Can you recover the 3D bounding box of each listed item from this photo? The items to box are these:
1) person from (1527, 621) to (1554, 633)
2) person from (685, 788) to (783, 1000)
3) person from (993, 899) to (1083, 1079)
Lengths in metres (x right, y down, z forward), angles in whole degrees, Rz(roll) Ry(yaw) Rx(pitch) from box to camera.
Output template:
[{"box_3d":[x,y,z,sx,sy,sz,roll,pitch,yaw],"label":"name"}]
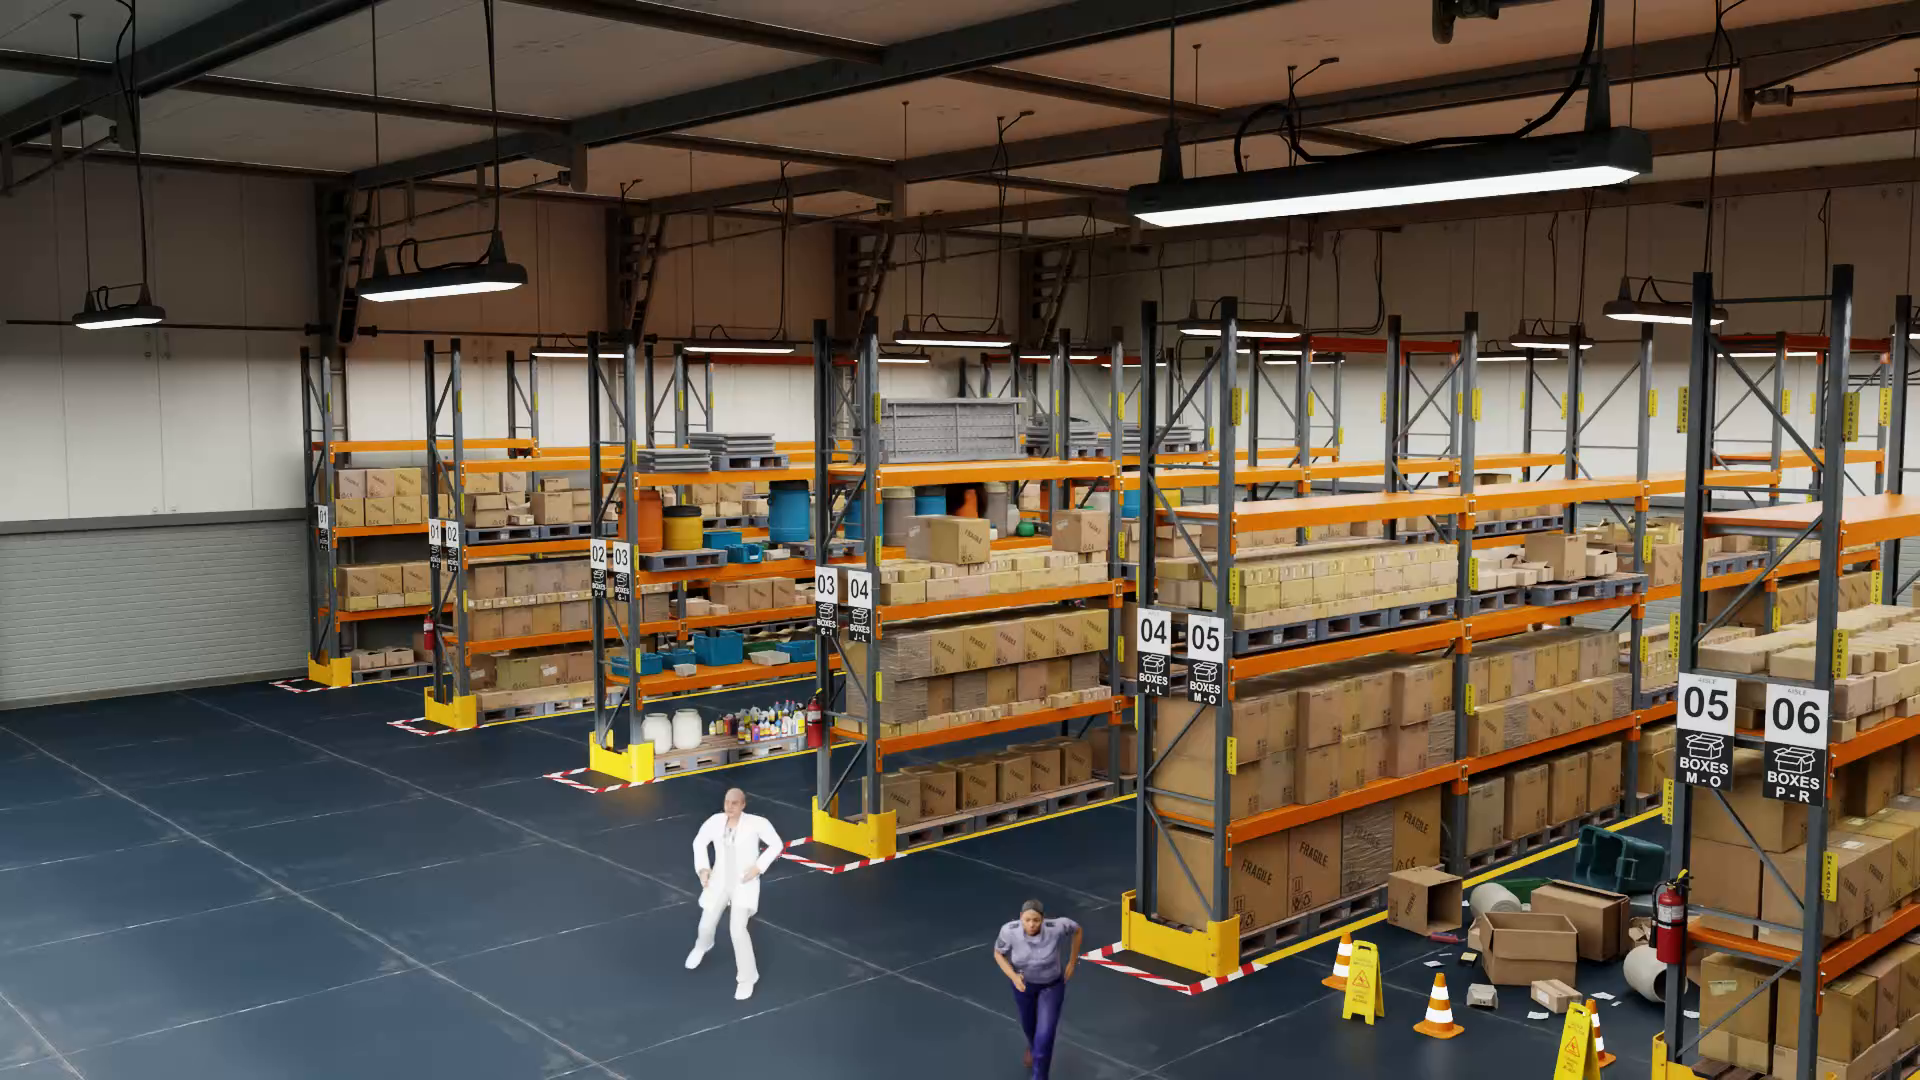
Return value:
[{"box_3d":[9.506,1.968,27.014,0.831,1.692,0.696,-4,7,-40],"label":"person"},{"box_3d":[-2.015,3.034,14.559,0.933,1.781,0.822,1,5,9],"label":"person"},{"box_3d":[0.583,3.334,12.298,0.648,1.613,0.962,1,5,6],"label":"person"}]
